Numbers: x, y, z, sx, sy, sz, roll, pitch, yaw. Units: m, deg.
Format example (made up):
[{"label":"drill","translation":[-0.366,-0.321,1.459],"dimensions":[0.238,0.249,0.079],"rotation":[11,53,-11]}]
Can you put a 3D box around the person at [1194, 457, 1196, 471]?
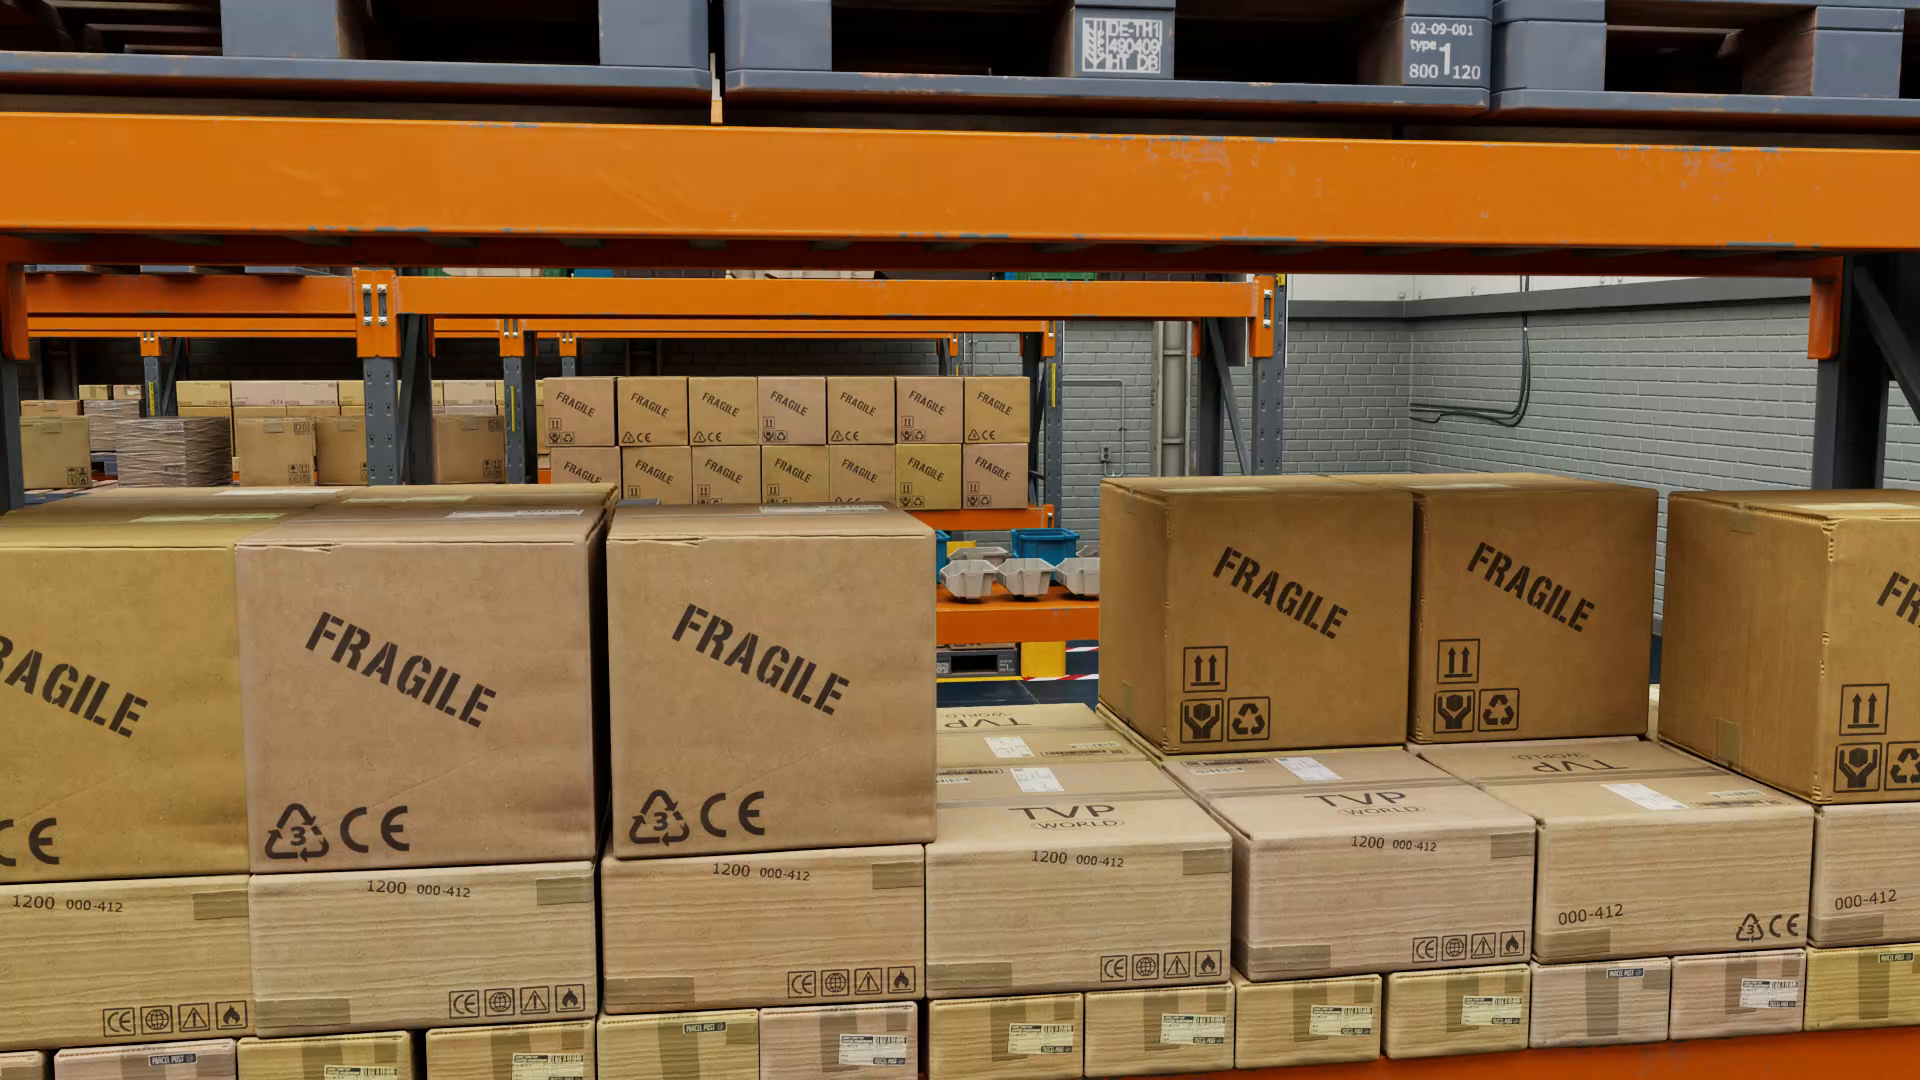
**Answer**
[{"label":"person","translation":[1.878,0.206,12.324],"dimensions":[0.580,1.748,0.761],"rotation":[2,7,17]}]
